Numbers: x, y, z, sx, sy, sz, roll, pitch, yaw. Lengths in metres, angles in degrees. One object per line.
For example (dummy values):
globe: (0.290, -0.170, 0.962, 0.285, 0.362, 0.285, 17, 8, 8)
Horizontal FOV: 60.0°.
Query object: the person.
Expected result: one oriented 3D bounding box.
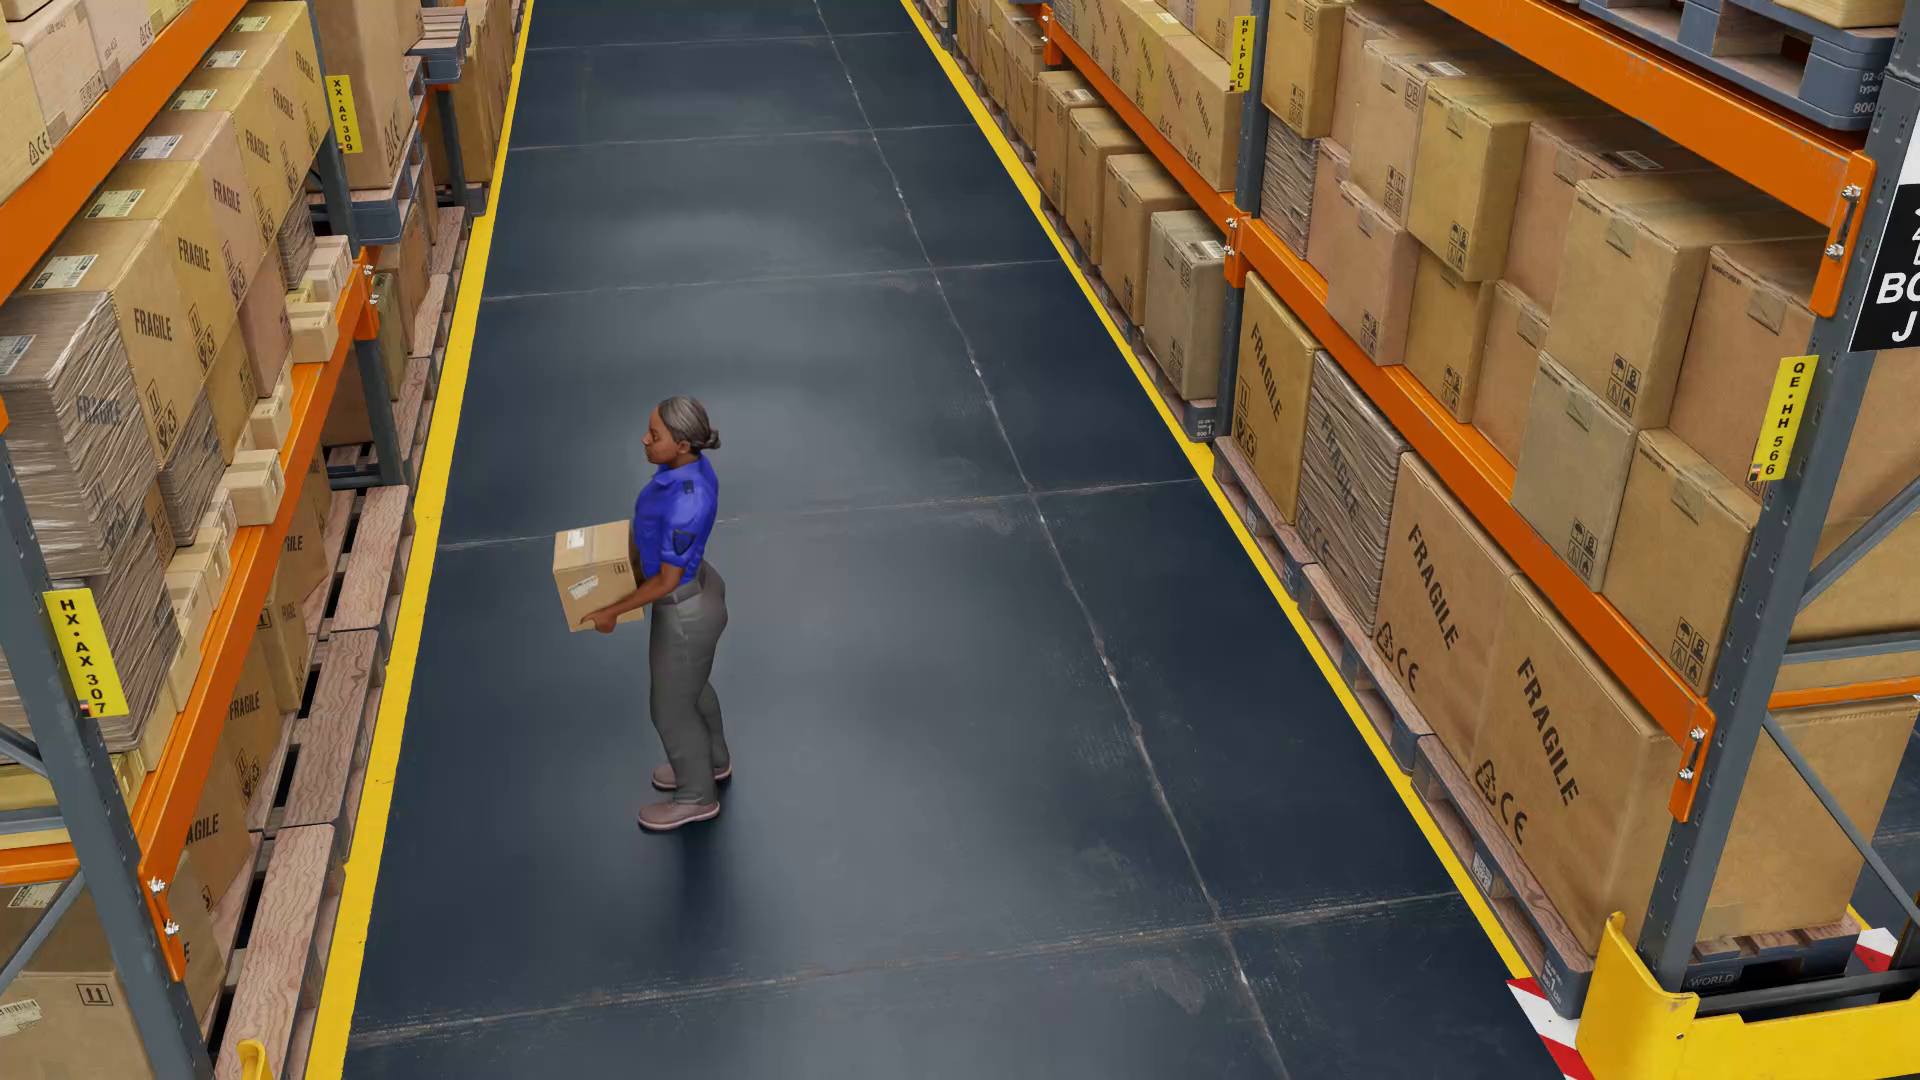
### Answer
person: (-1.030, 0.225, 5.701, 0.522, 1.575, 0.450, -5, 31, -8)
